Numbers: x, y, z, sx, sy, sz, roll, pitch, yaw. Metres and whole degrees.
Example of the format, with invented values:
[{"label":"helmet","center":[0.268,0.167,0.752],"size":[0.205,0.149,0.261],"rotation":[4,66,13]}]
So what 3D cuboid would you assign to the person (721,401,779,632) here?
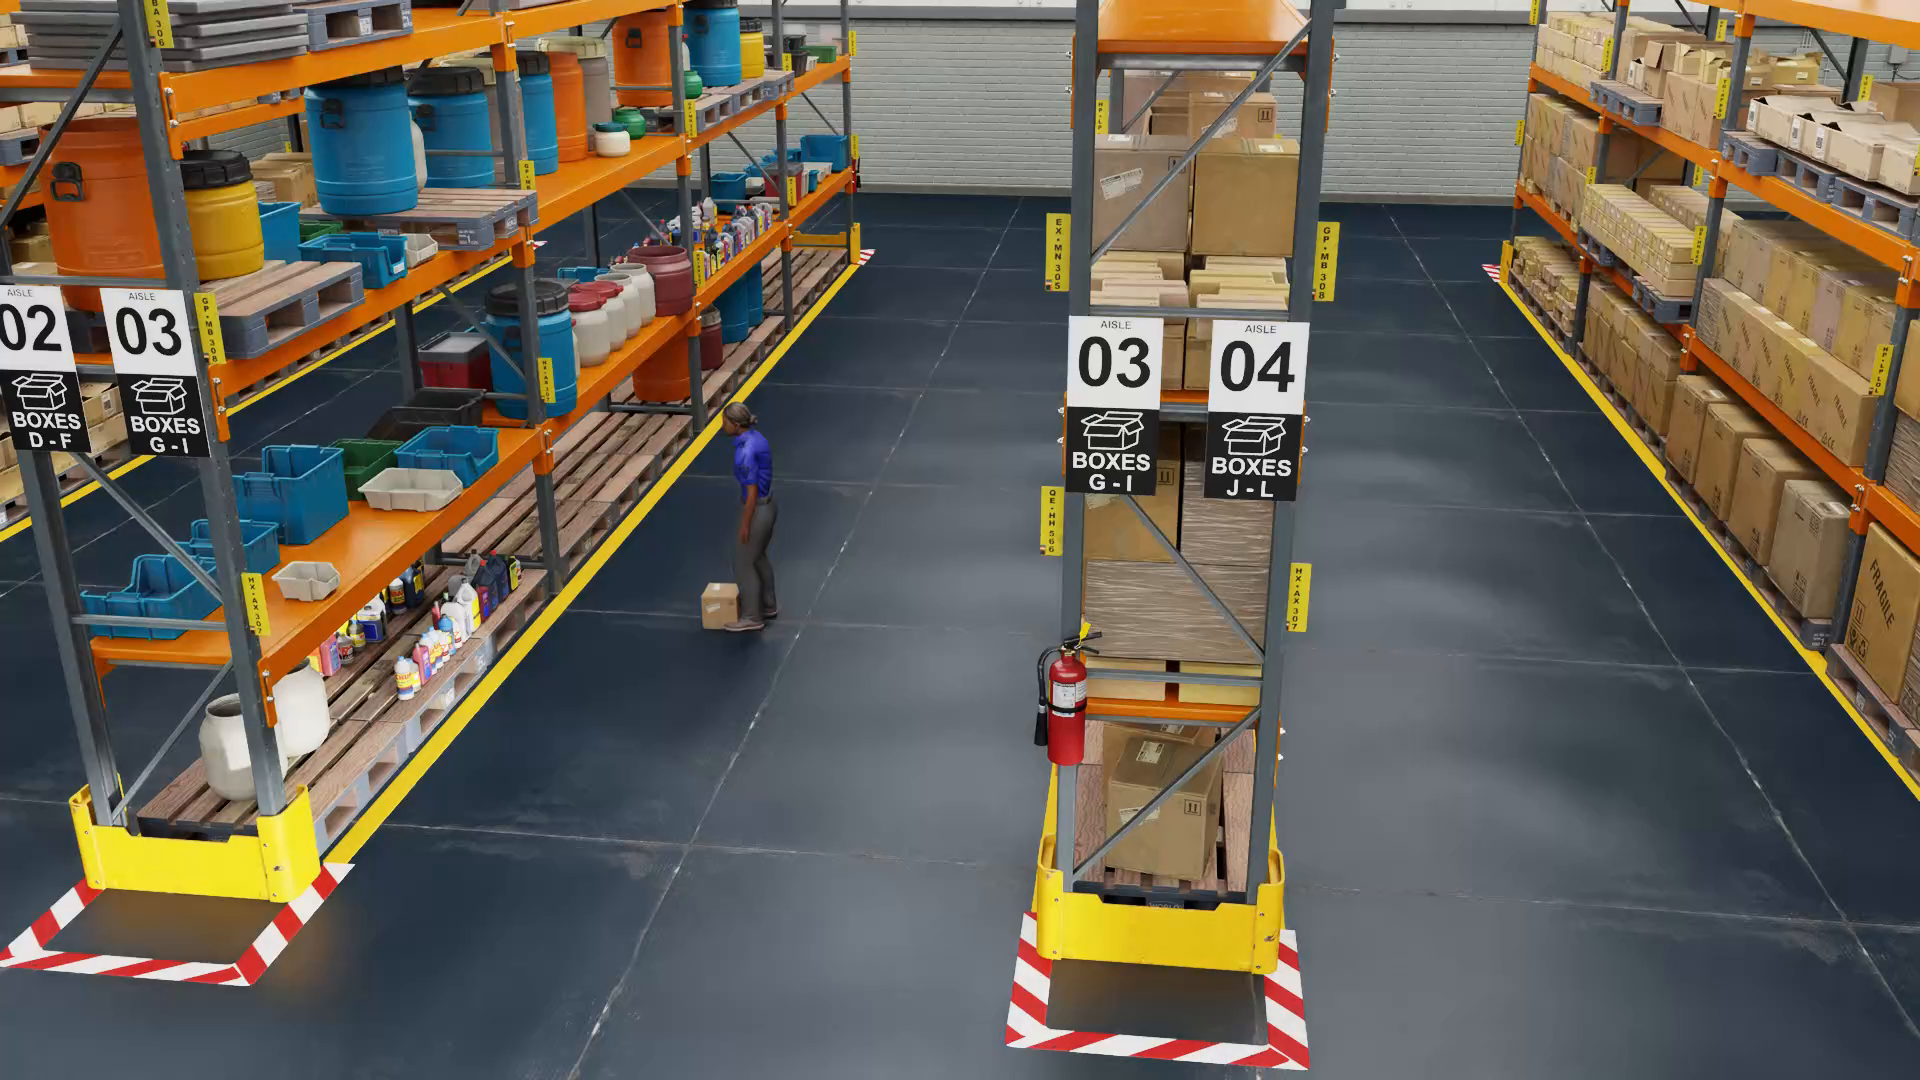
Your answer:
[{"label":"person","center":[-1.473,-0.176,11.545],"size":[0.402,1.653,0.519],"rotation":[1,21,4]}]
